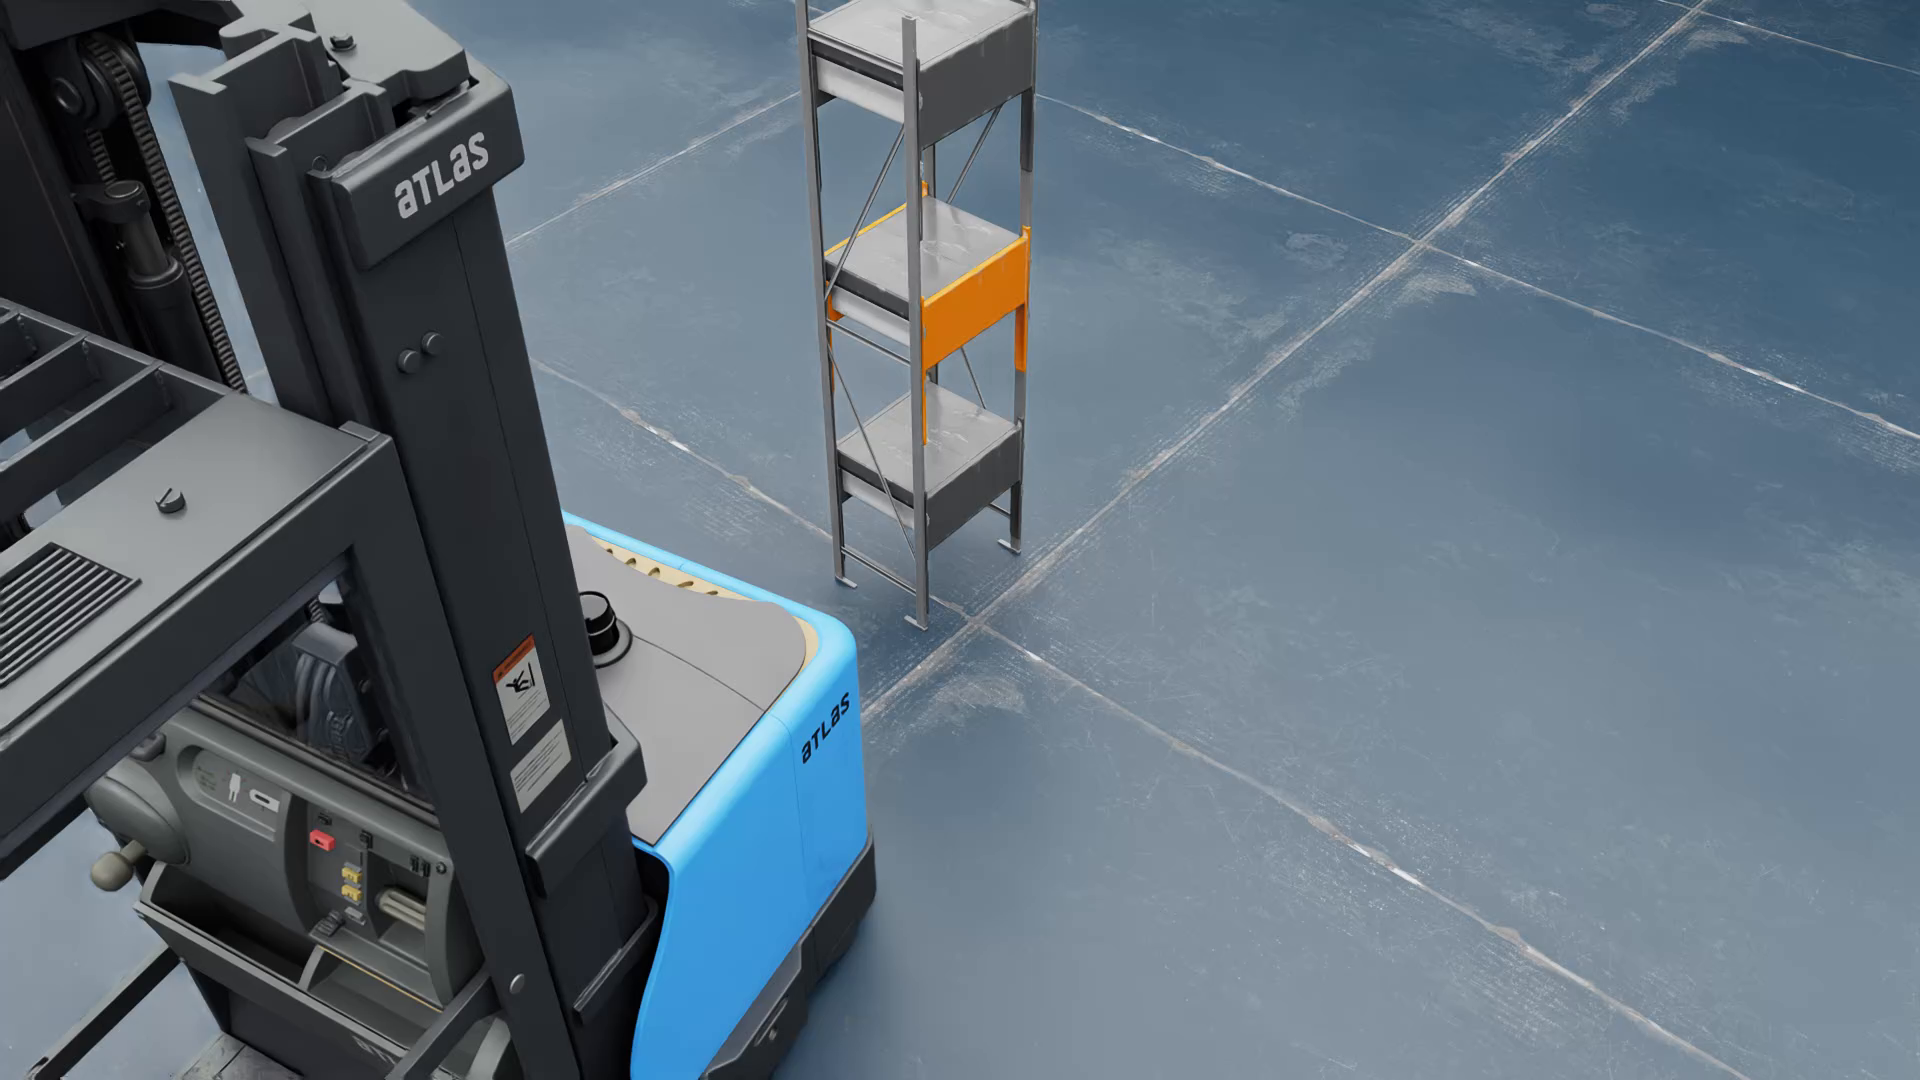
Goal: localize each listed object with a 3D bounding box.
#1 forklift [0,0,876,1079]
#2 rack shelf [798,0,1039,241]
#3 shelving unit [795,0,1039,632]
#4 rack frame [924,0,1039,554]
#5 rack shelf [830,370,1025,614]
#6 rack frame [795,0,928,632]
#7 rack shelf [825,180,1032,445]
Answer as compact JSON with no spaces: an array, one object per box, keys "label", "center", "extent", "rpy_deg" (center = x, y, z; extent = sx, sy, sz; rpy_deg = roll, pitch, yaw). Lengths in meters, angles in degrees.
[{"label":"forklift","center":[-1.373,0.632,2.876],"extent":[1.130,2.935,3.031],"rpy_deg":[20,46,21]},{"label":"rack shelf","center":[-0.107,-1.199,4.488],"extent":[0.431,0.518,0.480],"rpy_deg":[29,50,28]},{"label":"shelving unit","center":[-0.107,-0.692,4.950],"extent":[0.431,2.100,0.503],"rpy_deg":[29,50,28]},{"label":"rack frame","center":[0.050,-0.817,5.088],"extent":[0.400,2.100,0.015],"rpy_deg":[29,50,28]},{"label":"rack shelf","center":[-0.107,-0.164,5.430],"extent":[0.431,0.518,0.480],"rpy_deg":[29,50,28]},{"label":"rack frame","center":[-0.264,-0.566,4.812],"extent":[0.400,2.100,0.015],"rpy_deg":[29,50,28]},{"label":"rack shelf","center":[-0.107,-0.682,4.959],"extent":[0.431,0.518,0.480],"rpy_deg":[29,50,28]}]
